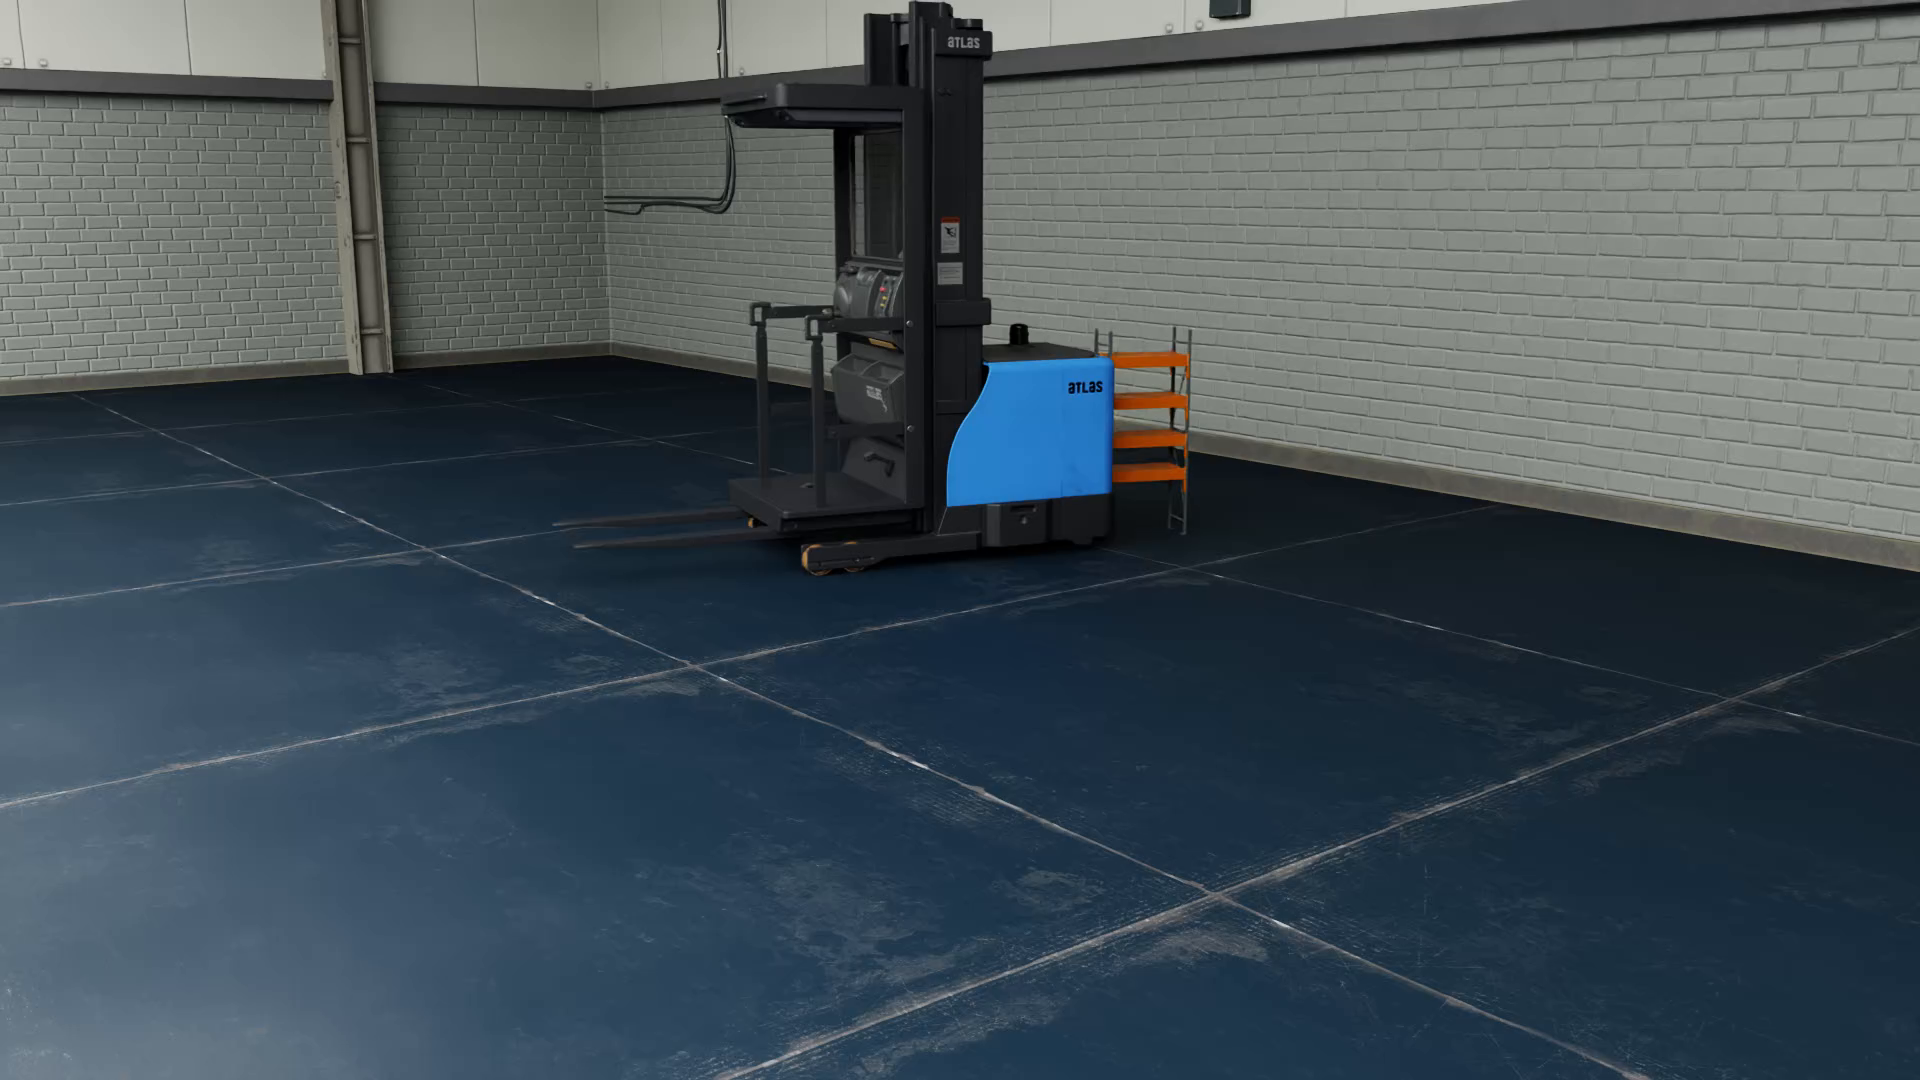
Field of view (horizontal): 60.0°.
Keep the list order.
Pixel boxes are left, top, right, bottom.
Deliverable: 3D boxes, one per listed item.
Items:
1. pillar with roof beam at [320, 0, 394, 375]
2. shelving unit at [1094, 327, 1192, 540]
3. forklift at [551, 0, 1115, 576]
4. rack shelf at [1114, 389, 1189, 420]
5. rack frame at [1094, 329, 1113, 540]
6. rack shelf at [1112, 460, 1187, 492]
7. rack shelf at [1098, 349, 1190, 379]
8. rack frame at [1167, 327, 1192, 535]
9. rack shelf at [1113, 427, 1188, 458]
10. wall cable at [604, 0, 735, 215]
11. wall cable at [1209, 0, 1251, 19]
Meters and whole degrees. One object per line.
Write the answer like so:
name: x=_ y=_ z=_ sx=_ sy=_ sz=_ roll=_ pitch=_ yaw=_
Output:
pillar with roof beam: x=-3.801 y=-5.552 z=14.112 sx=0.400 sy=9.000 sz=9.100 roll=-9 pitch=15 yaw=-38
shelving unit: x=1.053 y=-0.625 z=9.682 sx=0.503 sy=1.200 sz=0.258 roll=-4 pitch=12 yaw=-16
forklift: x=-0.687 y=-1.369 z=9.018 sx=3.031 sy=2.935 sz=1.130 roll=-5 pitch=13 yaw=-23
rack shelf: x=1.053 y=-0.778 z=9.649 sx=0.480 sy=0.148 sz=0.258 roll=-4 pitch=12 yaw=-16
rack frame: x=0.820 y=-0.610 z=9.613 sx=0.015 sy=1.200 sz=0.240 roll=-4 pitch=12 yaw=-16
rack shelf: x=1.053 y=-0.365 z=9.737 sx=0.480 sy=0.148 sz=0.258 roll=-4 pitch=12 yaw=-16
rack shelf: x=1.053 y=-1.009 z=9.600 sx=0.480 sy=0.148 sz=0.258 roll=-4 pitch=12 yaw=-16
rack frame: x=1.287 y=-0.639 z=9.751 sx=0.015 sy=1.200 sz=0.240 roll=-4 pitch=12 yaw=-16
rack shelf: x=1.053 y=-0.559 z=9.696 sx=0.480 sy=0.148 sz=0.258 roll=-4 pitch=12 yaw=-16
wall cable: x=-3.364 y=-4.899 z=18.513 sx=0.112 sy=2.526 sz=3.097 roll=-9 pitch=15 yaw=-38
wall cable: x=2.554 y=-6.540 z=10.576 sx=0.169 sy=6.003 sz=2.305 roll=-9 pitch=15 yaw=-38
